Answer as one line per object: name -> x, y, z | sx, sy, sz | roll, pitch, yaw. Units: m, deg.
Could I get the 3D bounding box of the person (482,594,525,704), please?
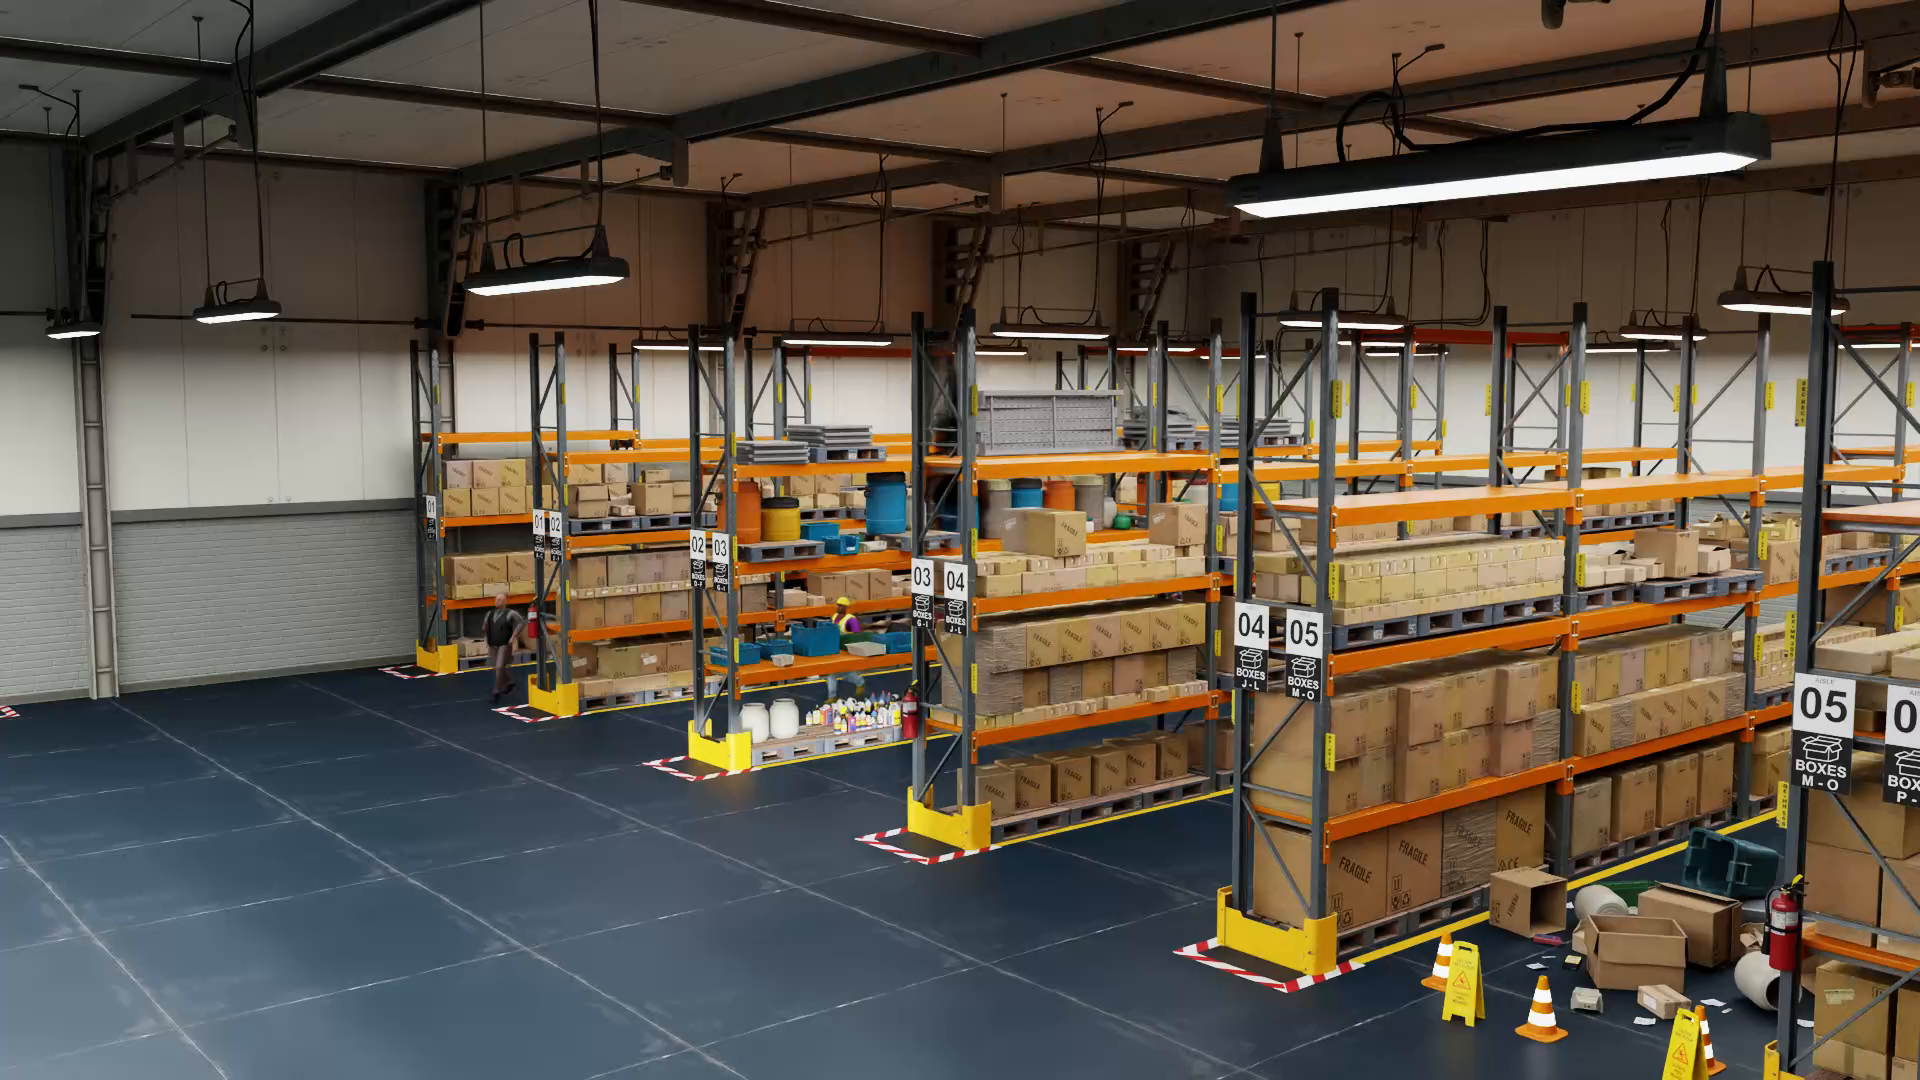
person -> -7.547, 1.756, 27.303 | 0.656, 1.735, 0.880 | 2, 6, 20

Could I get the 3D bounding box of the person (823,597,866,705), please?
person -> -1.931, 1.795, 27.067 | 0.715, 1.741, 0.829 | 4, 7, 39
